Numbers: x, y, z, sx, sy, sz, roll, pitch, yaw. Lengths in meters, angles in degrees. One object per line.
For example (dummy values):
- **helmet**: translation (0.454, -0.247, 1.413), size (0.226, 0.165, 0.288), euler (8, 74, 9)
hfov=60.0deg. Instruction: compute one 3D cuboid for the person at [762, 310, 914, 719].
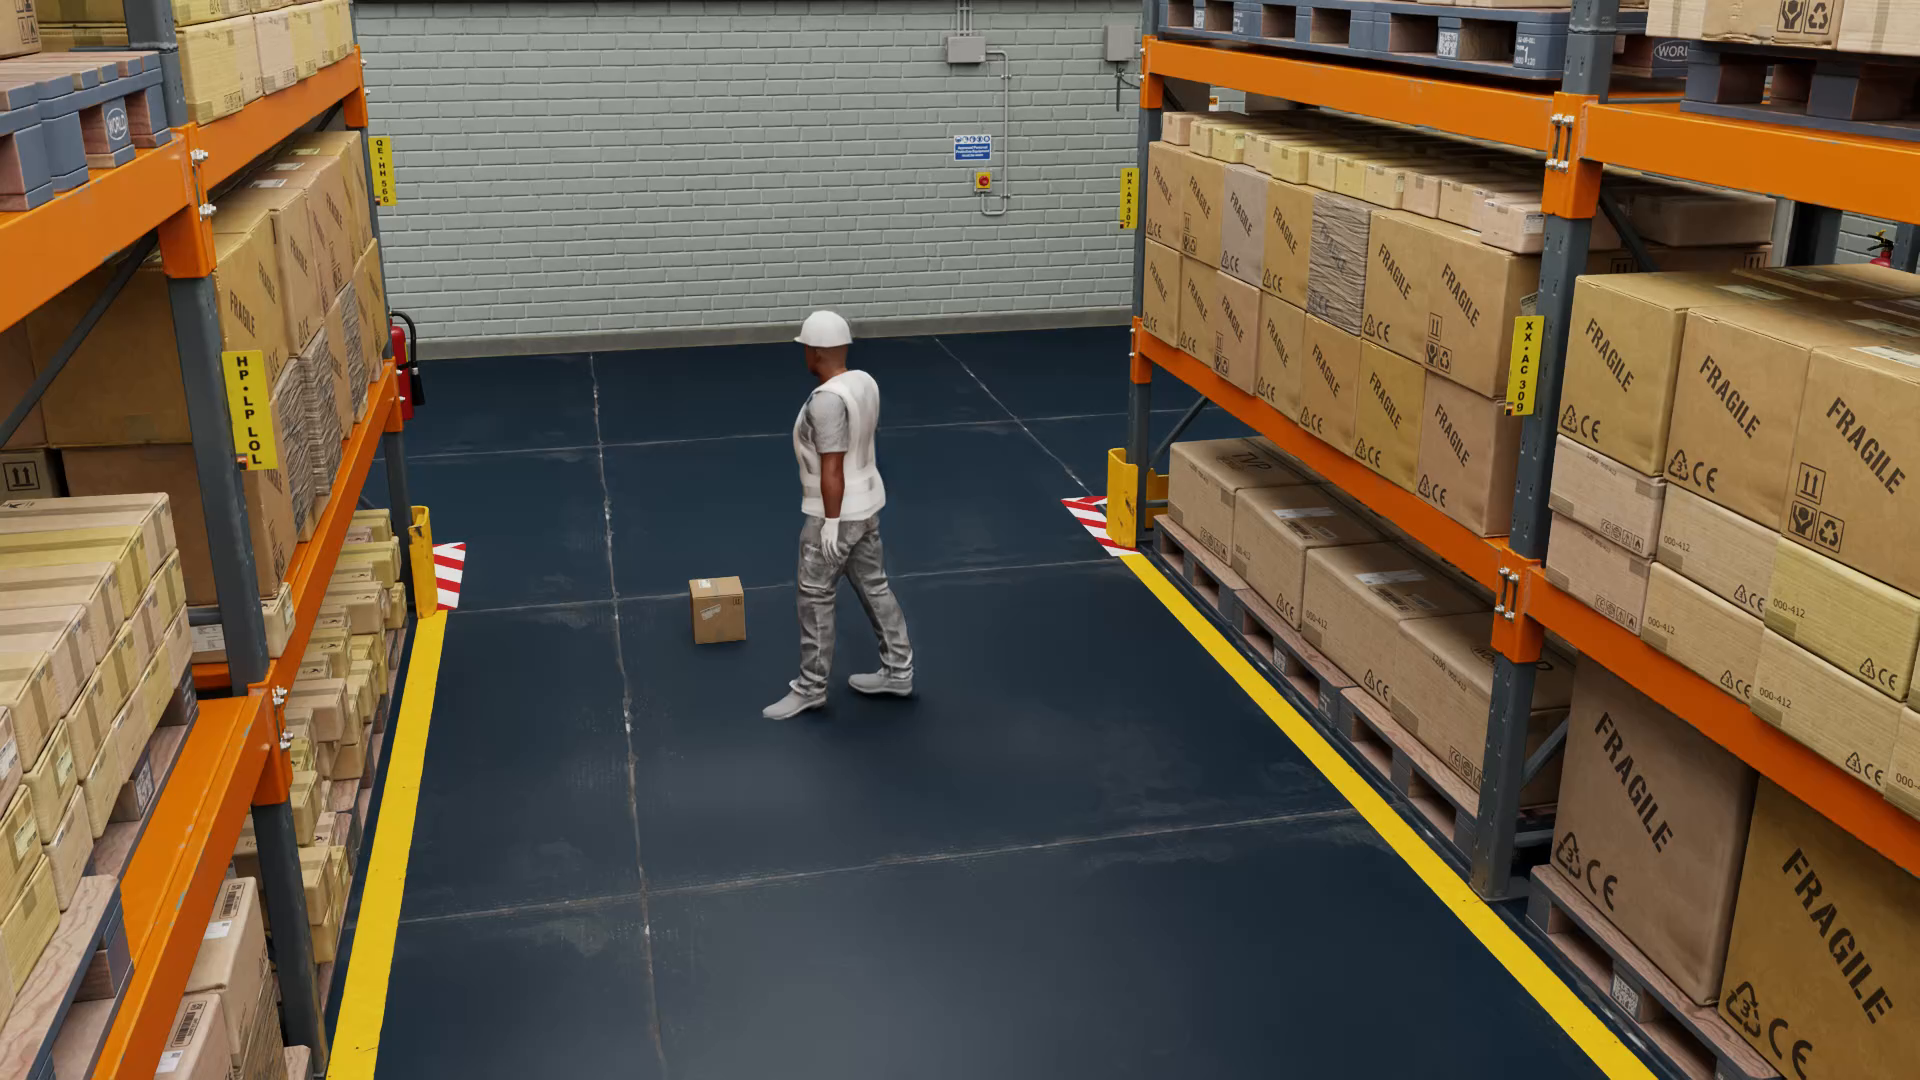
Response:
- **person**: translation (-0.521, -0.110, 7.378), size (0.596, 1.803, 0.646), euler (6, 20, 16)
